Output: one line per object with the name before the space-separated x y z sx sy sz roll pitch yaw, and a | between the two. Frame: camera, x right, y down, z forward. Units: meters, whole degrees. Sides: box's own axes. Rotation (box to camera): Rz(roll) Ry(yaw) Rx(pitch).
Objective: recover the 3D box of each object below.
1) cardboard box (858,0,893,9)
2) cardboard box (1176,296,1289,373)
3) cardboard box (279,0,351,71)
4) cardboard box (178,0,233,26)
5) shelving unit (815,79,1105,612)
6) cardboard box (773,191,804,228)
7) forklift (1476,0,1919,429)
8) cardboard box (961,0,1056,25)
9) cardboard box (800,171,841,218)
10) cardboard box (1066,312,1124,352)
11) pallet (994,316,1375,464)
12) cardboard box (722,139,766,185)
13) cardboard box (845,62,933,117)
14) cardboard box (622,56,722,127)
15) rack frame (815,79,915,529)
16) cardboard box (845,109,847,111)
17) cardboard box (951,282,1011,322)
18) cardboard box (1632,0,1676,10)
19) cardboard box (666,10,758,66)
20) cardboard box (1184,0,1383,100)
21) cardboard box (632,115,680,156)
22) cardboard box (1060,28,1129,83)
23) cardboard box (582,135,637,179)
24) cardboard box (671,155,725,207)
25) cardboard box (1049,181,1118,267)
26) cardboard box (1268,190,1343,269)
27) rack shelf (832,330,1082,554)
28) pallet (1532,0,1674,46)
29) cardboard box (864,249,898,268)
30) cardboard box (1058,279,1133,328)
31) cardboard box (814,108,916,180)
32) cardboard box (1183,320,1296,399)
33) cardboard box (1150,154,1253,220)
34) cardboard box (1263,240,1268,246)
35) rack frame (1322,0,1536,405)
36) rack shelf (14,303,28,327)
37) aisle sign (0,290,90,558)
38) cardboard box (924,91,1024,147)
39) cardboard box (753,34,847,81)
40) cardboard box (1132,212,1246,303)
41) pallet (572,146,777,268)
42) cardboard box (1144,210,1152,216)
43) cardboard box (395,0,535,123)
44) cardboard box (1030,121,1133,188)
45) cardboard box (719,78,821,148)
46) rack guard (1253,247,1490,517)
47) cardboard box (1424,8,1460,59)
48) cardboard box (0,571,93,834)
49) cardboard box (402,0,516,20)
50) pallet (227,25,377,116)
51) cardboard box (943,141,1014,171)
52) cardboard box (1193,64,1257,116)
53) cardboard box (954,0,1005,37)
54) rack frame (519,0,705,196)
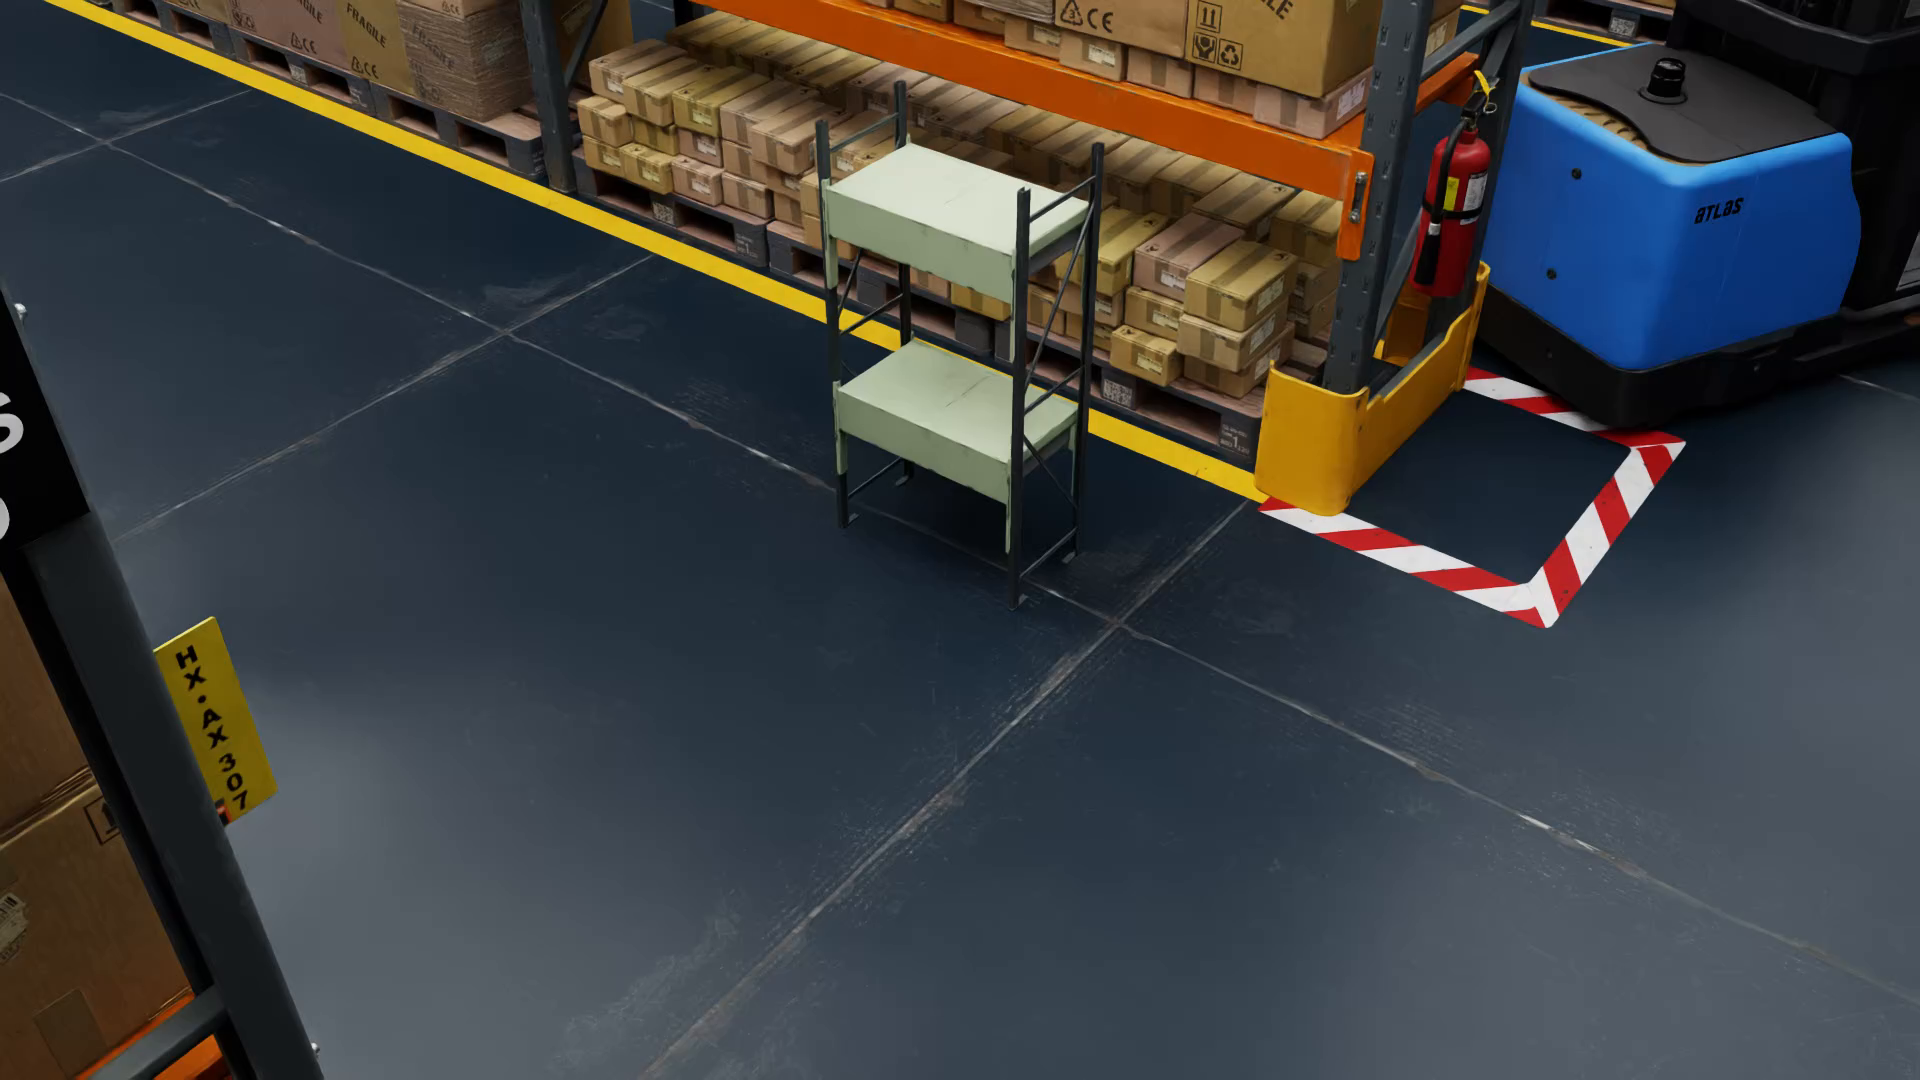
cardboard box | -0.249 -2.155 6.273 0.250 0.149 0.380 27 45 30
cardboard box | 0.993 -0.787 6.052 0.250 0.149 0.380 24 44 27
cardboard box | -3.145 -2.789 8.566 0.500 0.500 0.500 24 44 28
cardboard box | -3.960 -3.170 9.053 0.500 0.500 0.500 26 45 29
shelving unit | -0.005 -0.593 5.291 0.755 1.500 0.431 25 45 29
cardboard box | -0.590 -1.495 7.198 0.250 0.149 0.380 23 44 27
forklift | 3.548 -2.182 6.160 3.031 2.935 1.130 -16 41 -20
cardboard box | 0.258 -2.148 5.738 0.500 0.500 0.500 25 45 29
cardboard box | -0.448 -1.468 6.922 0.250 0.149 0.380 25 44 28
cardboard box | 0.618 -0.895 6.431 0.250 0.149 0.380 25 44 28
pallet | 0.902 -0.821 6.628 1.213 0.211 1.003 25 45 29
cardboard box | -0.814 -1.708 7.229 0.250 0.149 0.380 23 44 26
cardboard box | -0.292 -1.981 7.336 0.250 0.149 0.380 23 44 27
cardboard box | -1.261 -1.982 7.337 0.250 0.149 0.380 28 46 31
rack frame | -0.296 -0.730 5.466 0.023 1.500 0.400 25 45 29
cardboard box | -0.348 -1.850 7.410 0.250 0.149 0.380 26 45 30
cardboard box | 0.173 -1.046 6.624 0.250 0.149 0.380 23 44 27
cardboard box | 4.122 -3.489 9.156 0.875 0.875 0.875 25 45 29
cardboard box | -1.151 -2.338 7.793 0.250 0.149 0.380 27 45 30
cardboard box | 1.072 -1.768 5.252 0.500 0.500 0.500 26 45 29
cardboard box | -1.242 -1.884 7.453 0.250 0.149 0.380 26 45 29
cardboard box | 0.555 -1.736 5.738 0.250 0.149 0.380 27 45 30
cardboard box | -1.497 -1.816 7.609 0.250 0.149 0.380 23 44 27
cardboard box | -1.057 -1.649 7.395 0.250 0.149 0.380 25 44 28
cardboard box | 0.396 -1.205 6.346 0.250 0.149 0.380 23 44 27
cardboard box | 1.376 -1.209 6.350 0.250 0.149 0.380 23 44 27
rack shelf | -0.005 -0.336 5.492 0.720 0.370 0.431 25 45 29
pallet | 3.997 -3.123 9.568 1.213 0.211 1.003 25 45 29
cardboard box | -0.187 -1.289 6.935 0.250 0.149 0.380 27 45 30
cardboard box | 0.579 -0.981 6.300 0.250 0.149 0.380 23 44 27
cardboard box | -0.390 -1.627 6.885 0.250 0.149 0.380 23 44 27
cardboard box | 1.041 -0.707 6.192 0.250 0.149 0.380 26 45 29
cardboard box | 0.962 -1.410 6.607 0.250 0.149 0.380 25 45 28
cardboard box | 1.142 -1.181 6.556 0.250 0.149 0.380 25 44 28
rack frame | 1.586 -1.569 5.321 0.127 3.000 1.000 25 45 29
rack shelf | -2.930 -0.754 2.430 4.000 0.370 1.077 25 45 29
aisle sign | -1.108 -0.246 1.522 0.004 0.787 0.394 25 45 29
cardboard box | 0.061 -1.739 7.027 0.250 0.149 0.380 25 45 29
cardboard box | -0.722 -2.172 7.581 0.250 0.149 0.380 25 44 28
cardboard box | 0.847 -1.043 6.138 0.250 0.149 0.380 26 45 29
pallet | -1.037 -1.735 7.795 1.213 0.211 1.003 25 45 29
cardboard box | 0.756 -1.379 6.808 0.250 0.149 0.380 27 45 30
cardboard box | -2.332 -2.402 8.072 0.500 0.500 0.500 24 44 28
cardboard box | 0.500 -1.571 6.813 0.250 0.149 0.380 27 45 30
cardboard box | -0.809 -1.824 7.136 0.250 0.149 0.380 24 44 27
rack guard | 1.525 -0.613 6.128 0.348 0.500 1.175 25 45 29
cardboard box | 1.528 -1.752 5.758 0.250 0.149 0.380 25 44 28
cardboard box | -1.550 0.140 2.245 0.500 0.500 0.500 24 44 28
cardboard box | -2.337 -2.699 7.842 0.500 0.250 0.500 24 44 27
pallet | -3.184 -2.717 9.049 1.213 0.211 1.003 25 45 29
cardboard box | 0.007 -1.432 6.635 0.250 0.149 0.380 24 44 27
cardboard box | 0.980 -1.565 5.520 0.250 0.149 0.380 25 45 29
cardboard box | 0.185 -1.979 6.049 0.250 0.149 0.380 23 44 27
rack frame | -1.592 -3.067 7.234 0.127 3.000 1.000 25 45 29
